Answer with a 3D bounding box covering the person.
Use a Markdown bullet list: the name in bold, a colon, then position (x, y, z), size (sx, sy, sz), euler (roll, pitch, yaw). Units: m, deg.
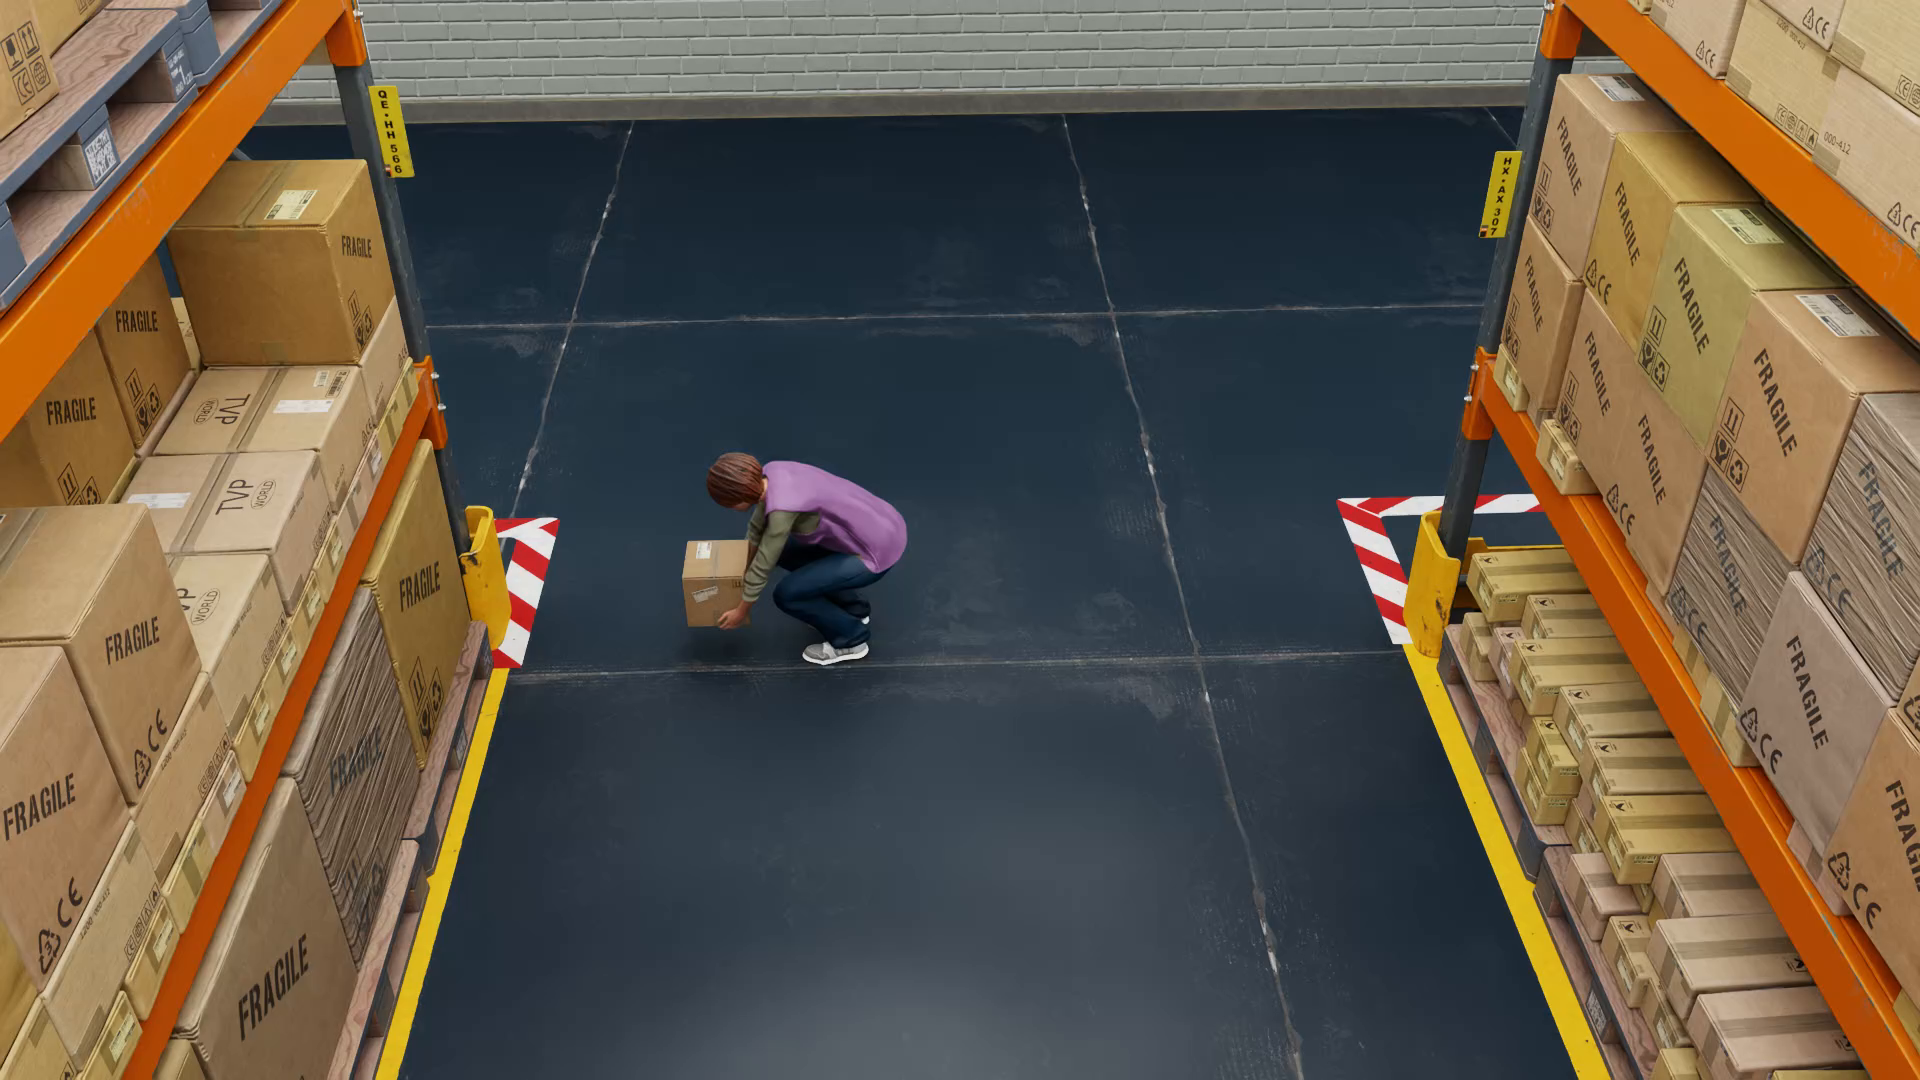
- **person**: position (-0.598, 0.054, 6.638), size (0.782, 0.948, 0.453), euler (-2, 36, -2)
